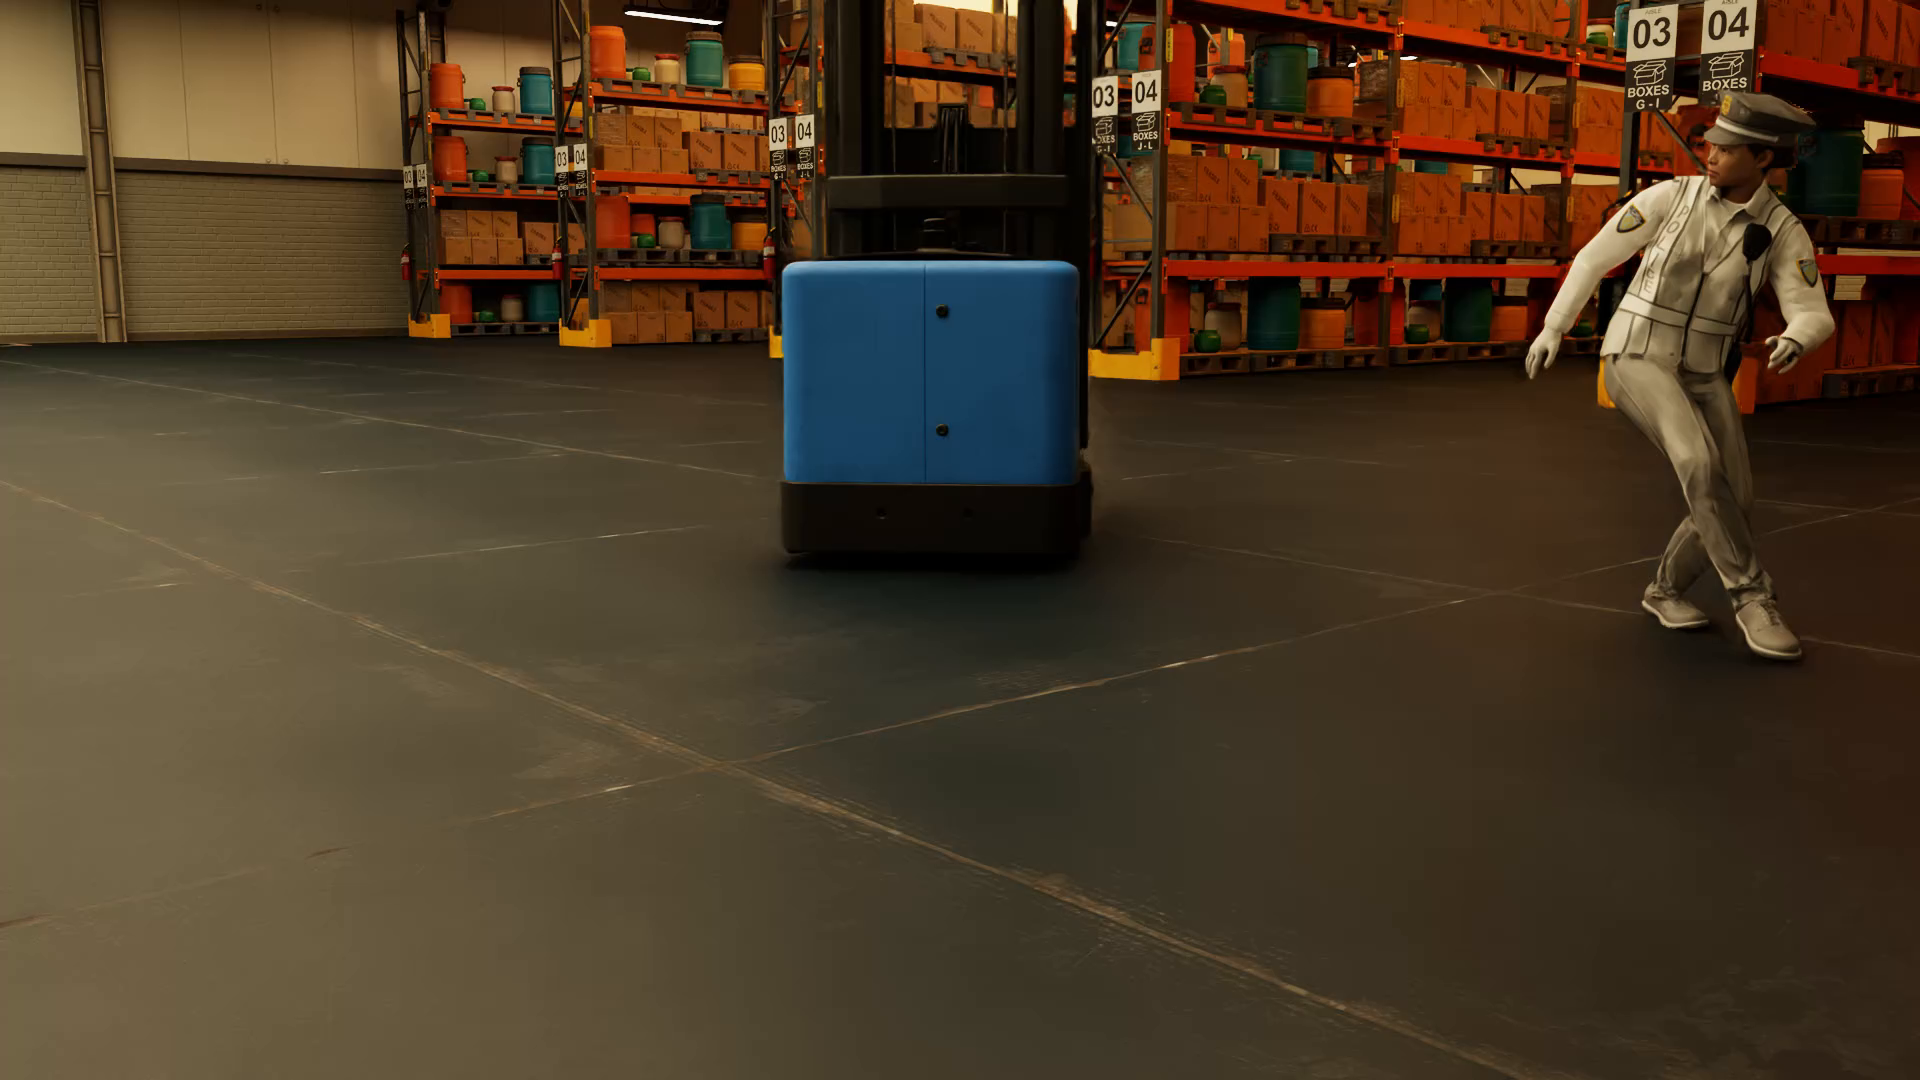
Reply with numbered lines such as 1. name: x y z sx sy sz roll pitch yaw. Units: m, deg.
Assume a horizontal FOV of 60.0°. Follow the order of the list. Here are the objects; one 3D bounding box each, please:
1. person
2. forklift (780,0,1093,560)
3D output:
1. person: 2.024 -0.468 4.619 0.701 1.526 0.732 0 9 2
2. forklift: 0.015 -1.563 7.057 1.130 2.935 3.031 1 9 5
